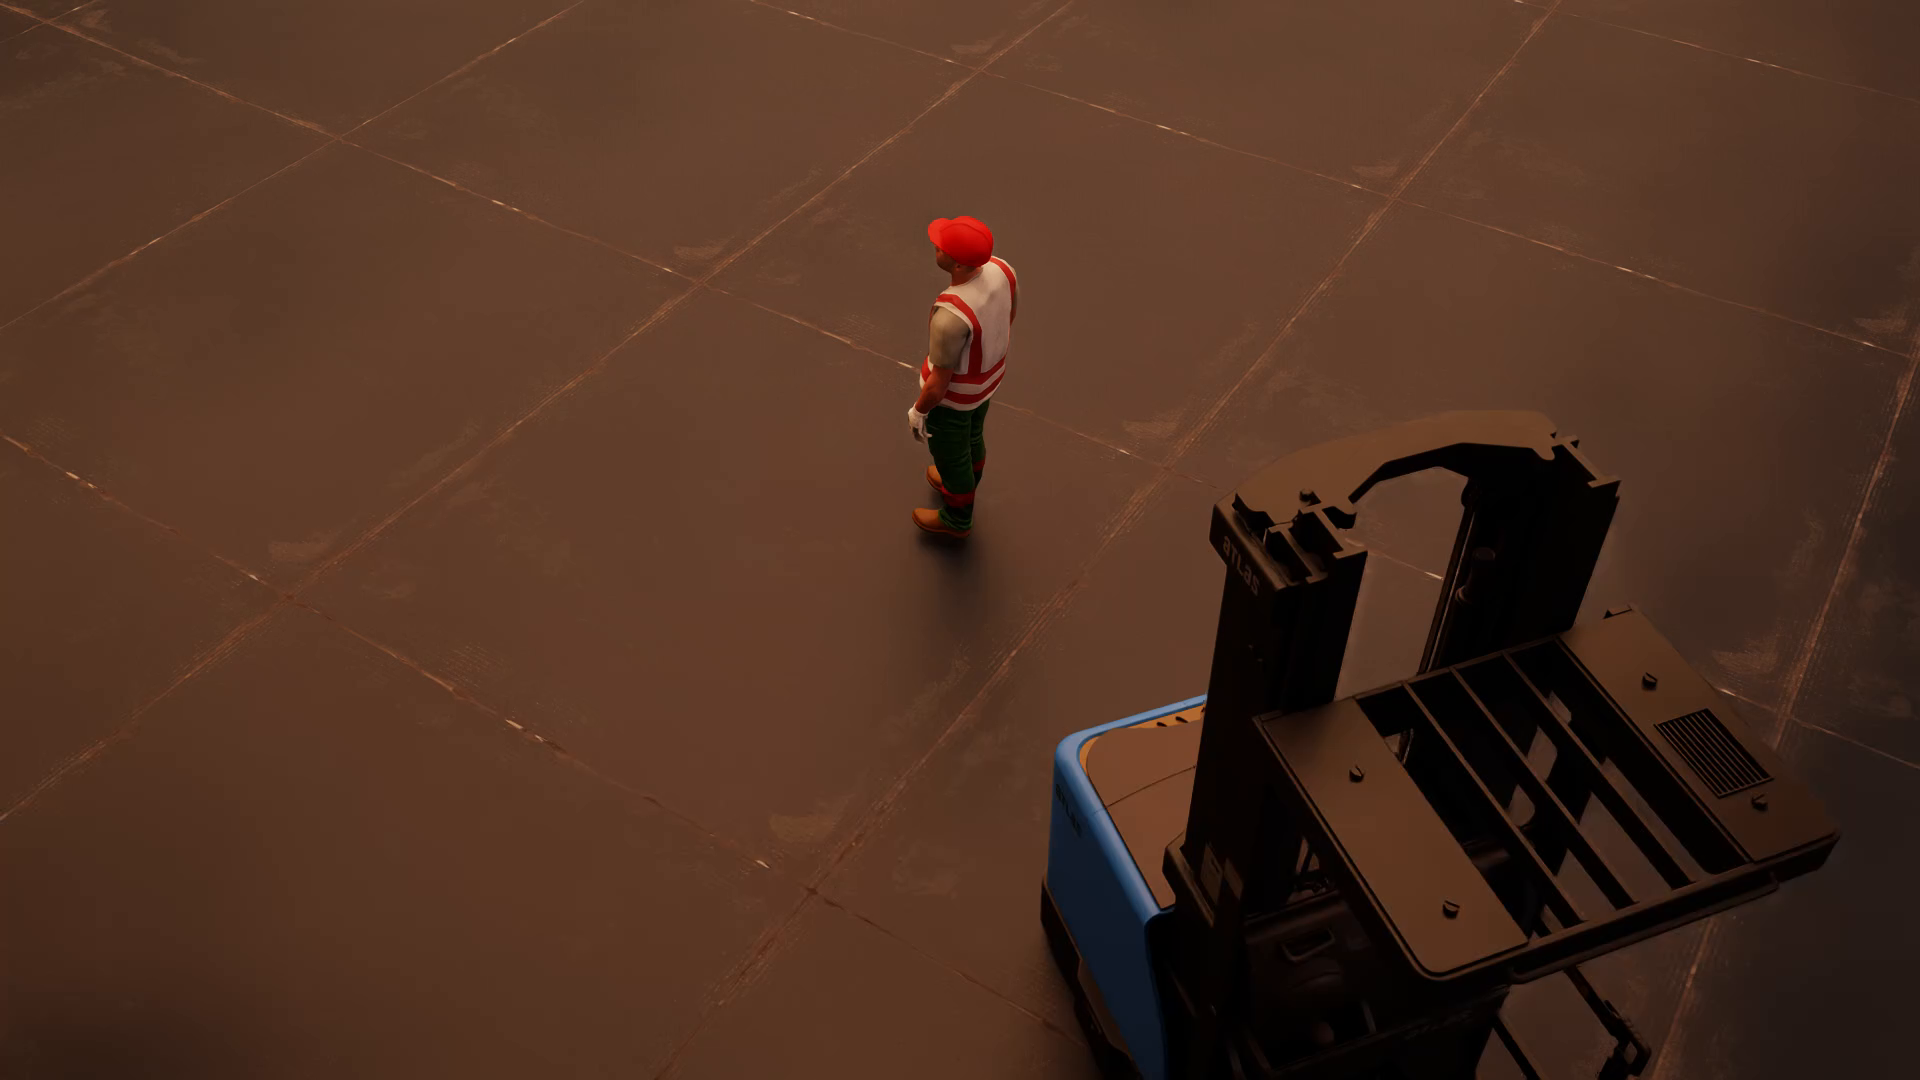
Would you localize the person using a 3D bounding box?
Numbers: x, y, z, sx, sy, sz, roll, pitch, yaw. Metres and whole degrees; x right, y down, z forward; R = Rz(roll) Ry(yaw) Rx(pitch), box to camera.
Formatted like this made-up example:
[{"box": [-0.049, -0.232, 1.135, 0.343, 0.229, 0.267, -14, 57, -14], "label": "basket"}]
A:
[{"box": [-0.061, -0.720, 7.369, 0.564, 1.786, 0.638, 24, 48, 23], "label": "person"}]

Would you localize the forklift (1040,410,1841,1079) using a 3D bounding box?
[{"box": [1.301, 1.230, 4.552, 1.130, 2.935, 3.031, -14, 45, -15], "label": "forklift"}]
